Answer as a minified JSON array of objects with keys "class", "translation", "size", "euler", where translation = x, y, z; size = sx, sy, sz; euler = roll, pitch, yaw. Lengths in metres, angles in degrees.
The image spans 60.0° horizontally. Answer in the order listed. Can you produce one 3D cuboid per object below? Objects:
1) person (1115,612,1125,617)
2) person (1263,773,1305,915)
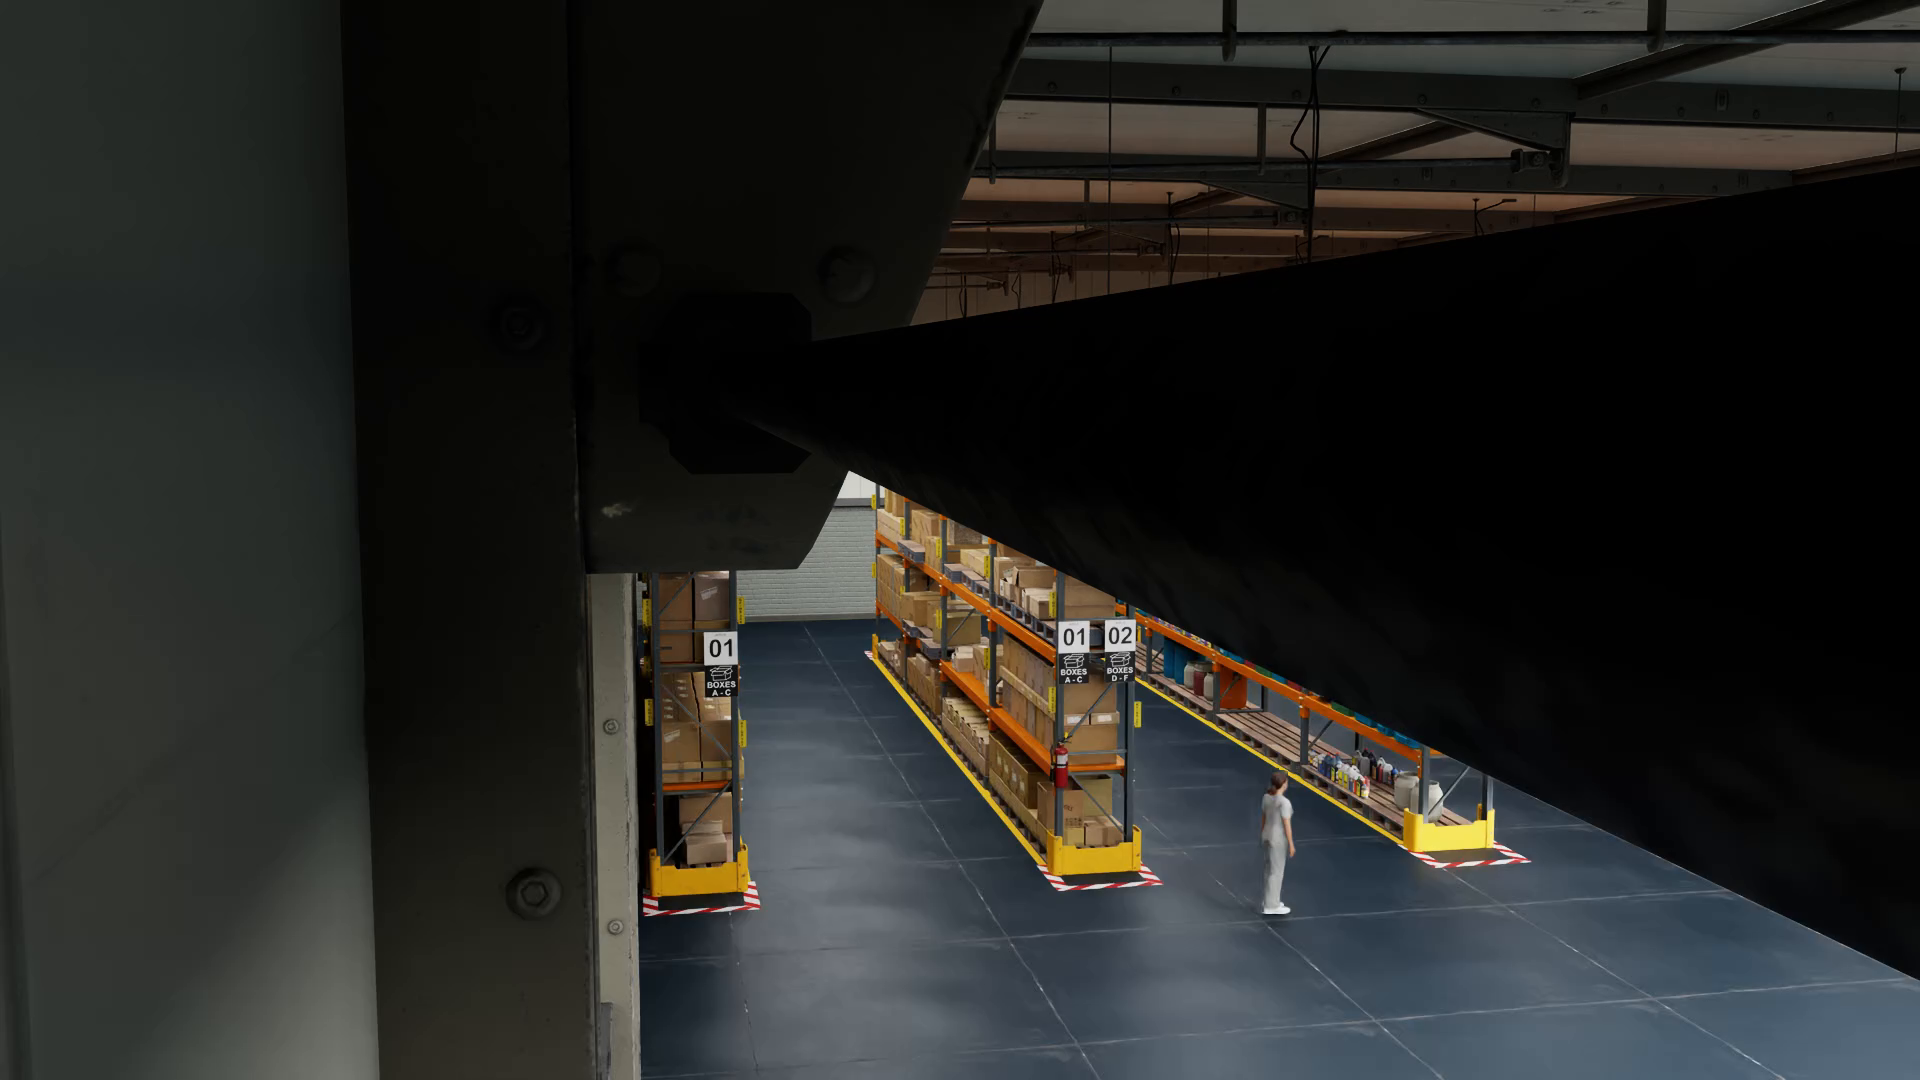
[{"class":"person","translation":[3.741,1.400,39.507],"size":[0.567,1.804,0.536],"euler":[-4,7,-32]},{"class":"person","translation":[3.776,3.541,19.341],"size":[0.380,1.683,0.559],"euler":[-2,6,-20]}]
